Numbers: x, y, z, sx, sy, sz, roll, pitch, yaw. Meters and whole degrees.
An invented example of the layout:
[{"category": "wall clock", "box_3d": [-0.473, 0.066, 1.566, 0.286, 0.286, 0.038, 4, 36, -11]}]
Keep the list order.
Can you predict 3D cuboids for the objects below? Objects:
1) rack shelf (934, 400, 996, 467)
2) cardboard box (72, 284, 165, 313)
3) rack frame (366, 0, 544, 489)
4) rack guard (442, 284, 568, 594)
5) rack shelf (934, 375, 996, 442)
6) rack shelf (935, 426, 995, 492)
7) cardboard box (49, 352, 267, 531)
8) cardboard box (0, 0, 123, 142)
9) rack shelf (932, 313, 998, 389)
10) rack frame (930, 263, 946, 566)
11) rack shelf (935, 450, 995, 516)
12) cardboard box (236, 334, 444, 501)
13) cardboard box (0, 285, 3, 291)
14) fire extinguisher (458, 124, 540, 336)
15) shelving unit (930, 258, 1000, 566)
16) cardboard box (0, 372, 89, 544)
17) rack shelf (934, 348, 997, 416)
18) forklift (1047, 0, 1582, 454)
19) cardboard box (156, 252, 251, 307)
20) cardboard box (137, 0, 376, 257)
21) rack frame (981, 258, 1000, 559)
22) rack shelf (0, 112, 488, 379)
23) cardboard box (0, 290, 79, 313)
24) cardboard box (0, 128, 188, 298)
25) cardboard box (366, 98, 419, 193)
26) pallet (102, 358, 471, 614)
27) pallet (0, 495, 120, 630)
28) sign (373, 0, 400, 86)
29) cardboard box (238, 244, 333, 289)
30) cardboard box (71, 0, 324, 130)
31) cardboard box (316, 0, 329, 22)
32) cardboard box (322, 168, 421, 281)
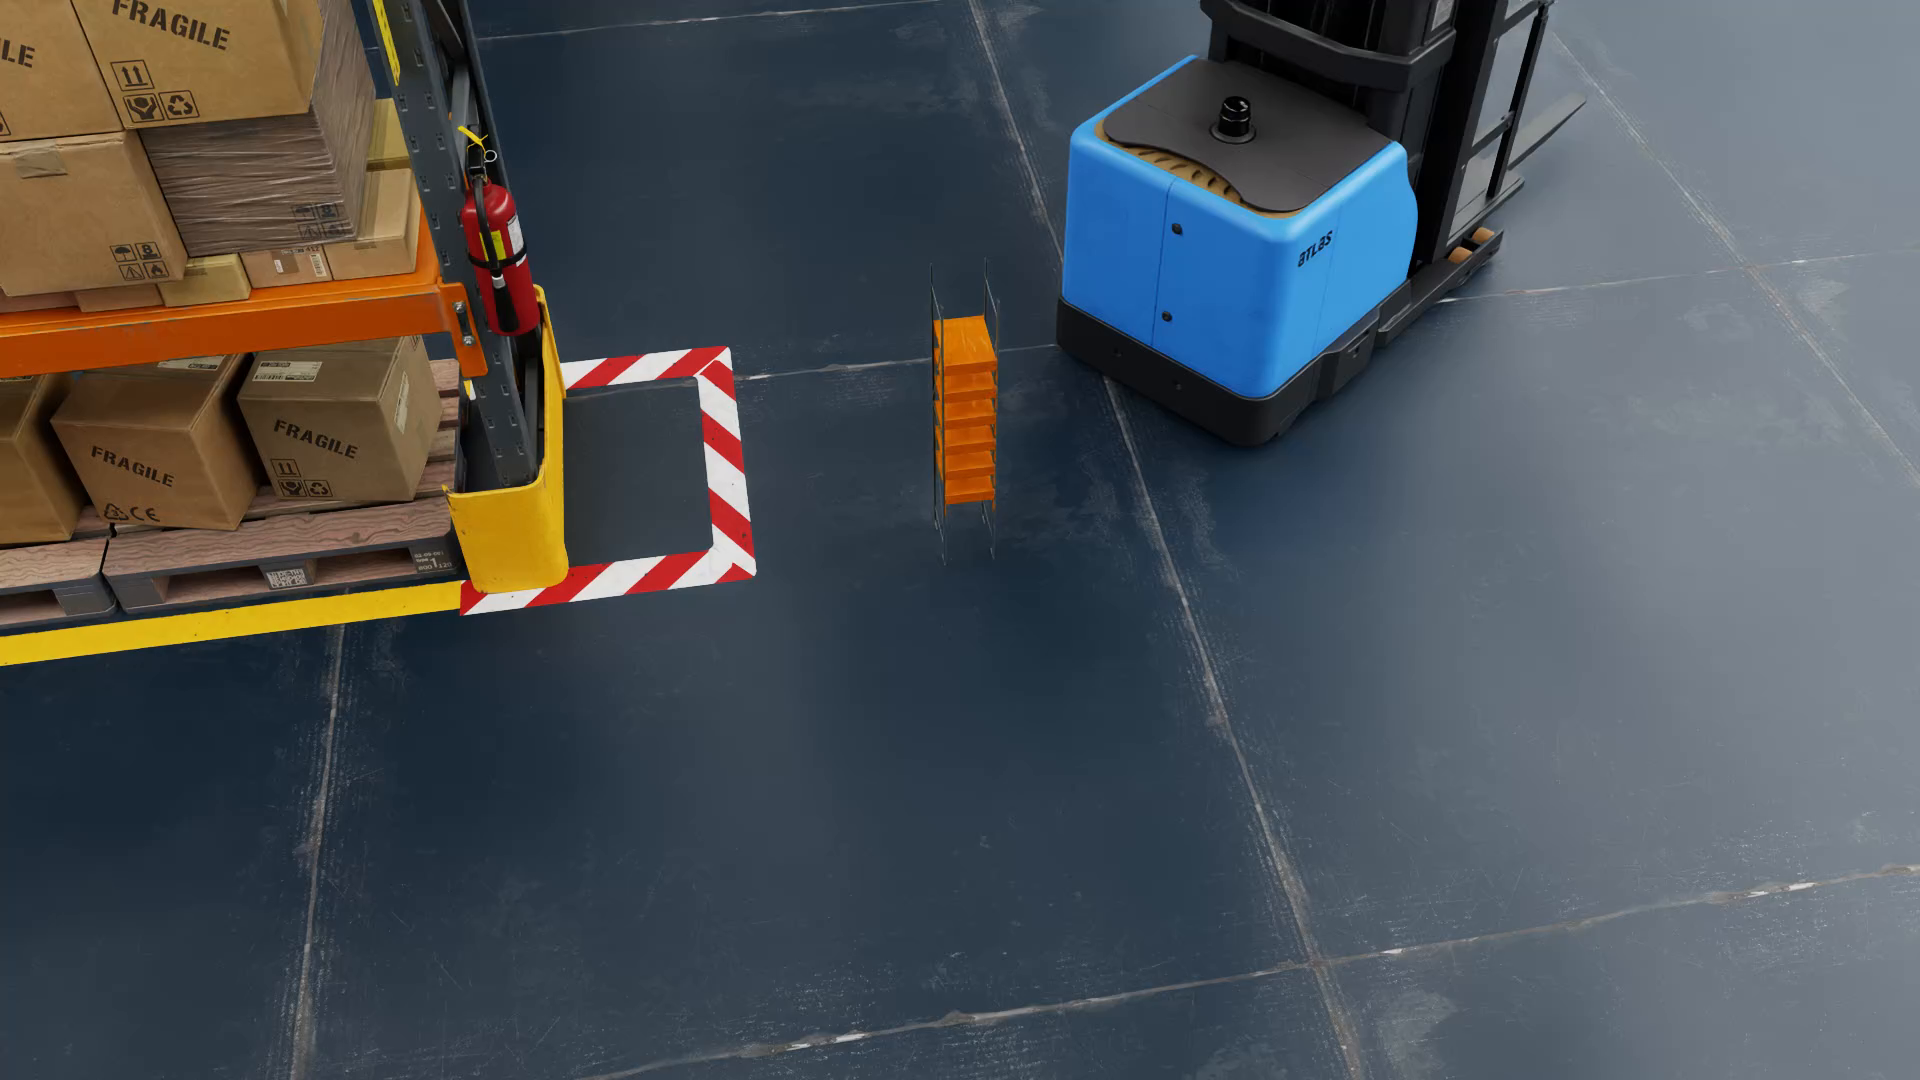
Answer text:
[{"category": "rack shelf", "box_3d": [0.014, -0.387, 5.852, 0.180, 0.103, 0.258, -7, 46, -7]}, {"category": "cardboard box", "box_3d": [-2.609, -0.895, 5.204, 0.250, 0.149, 0.380, -7, 46, -7]}, {"category": "rack frame", "box_3d": [-1.631, -1.281, 5.401, 0.127, 3.000, 1.000, -7, 46, -7]}, {"category": "rack guard", "box_3d": [-1.706, -0.404, 6.292, 0.348, 0.500, 1.175, -7, 46, -7]}, {"category": "rack shelf", "box_3d": [0.014, -0.471, 5.765, 0.180, 0.103, 0.258, -7, 46, -7]}, {"category": "rack shelf", "box_3d": [0.014, -0.304, 5.938, 0.180, 0.103, 0.258, -7, 46, -7]}, {"category": "cardboard box", "box_3d": [-2.832, -0.397, 5.993, 0.500, 0.500, 0.500, 4, 46, 4]}, {"category": "cardboard box", "box_3d": [-2.622, -1.457, 4.601, 0.500, 0.500, 0.500, -7, 46, -7]}, {"category": "rack shelf", "box_3d": [0.014, -0.637, 5.592, 0.180, 0.103, 0.258, -7, 46, -7]}, {"category": "rack frame", "box_3d": [-0.076, -0.407, 5.809, 0.006, 1.200, 0.240, -7, 46, -7]}, {"category": "rack shelf", "box_3d": [0.014, -0.221, 6.024, 0.180, 0.103, 0.258, -7, 46, -7]}, {"category": "cardboard box", "box_3d": [-2.249, -0.494, 6.088, 0.500, 0.500, 0.500, 1, 46, 1]}, {"category": "cardboard box", "box_3d": [-3.150, -1.193, 5.041, 0.500, 0.500, 0.875, -7, 46, -7]}, {"category": "fire extinguisher", "box_3d": [-1.439, -0.941, 5.127, 0.183, 0.674, 0.296, -7, 46, -7]}, {"category": "shelving unit", "box_3d": [0.014, -0.418, 5.820, 0.189, 1.200, 0.258, -7, 46, -7]}, {"category": "cardboard box", "box_3d": [-3.452, -0.333, 5.932, 0.500, 0.500, 0.500, -3, 46, -3]}, {"category": "rack shelf", "box_3d": [0.014, -0.554, 5.679, 0.180, 0.103, 0.258, -7, 46, -7]}, {"category": "forklift", "box_3d": [1.723, -2.330, 6.459, 1.130, 2.935, 3.031, 33, 54, 28]}, {"category": "cardboard box", "box_3d": [-2.360, -0.915, 5.223, 0.250, 0.149, 0.380, -7, 46, -7]}, {"category": "cardboard box", "box_3d": [-2.177, -1.371, 5.212, 0.500, 0.500, 0.875, -7, 46, -7]}, {"category": "rack frame", "box_3d": [0.104, -0.429, 5.830, 0.006, 1.200, 0.240, -7, 46, -7]}, {"category": "rack shelf", "box_3d": [-3.601, -0.786, 5.423, 4.000, 0.370, 1.077, -7, 46, -7]}, {"category": "cardboard box", "box_3d": [-2.863, -0.894, 5.202, 0.250, 0.149, 0.380, -7, 46, -7]}, {"category": "cardboard box", "box_3d": [-2.650, -1.224, 5.070, 0.500, 0.500, 0.875, -7, 46, -7]}, {"category": "cardboard box", "box_3d": [-1.952, -1.328, 5.621, 0.250, 0.149, 0.380, -7, 46, -7]}, {"category": "pallet", "box_3d": [-2.512, -0.229, 6.324, 1.213, 0.211, 1.003, -7, 46, -7]}, {"category": "pallet", "box_3d": [-3.712, -0.082, 6.182, 1.213, 0.211, 1.003, -7, 46, -7]}, {"category": "sign", "box_3d": [-1.556, -1.396, 4.488, 0.005, 0.325, 0.100, -7, 46, -7]}, {"category": "cardboard box", "box_3d": [-2.123, -0.982, 5.287, 0.250, 0.149, 0.380, -7, 46, -7]}, {"category": "cardboard box", "box_3d": [-2.131, -1.523, 4.664, 0.500, 0.500, 0.500, -7, 46, -7]}, {"category": "cardboard box", "box_3d": [-2.219, -1.891, 5.019, 0.500, 0.500, 0.500, -7, 46, -7]}, {"category": "cardboard box", "box_3d": [-1.876, -1.012, 5.317, 0.250, 0.149, 0.380, -7, 46, -7]}]
